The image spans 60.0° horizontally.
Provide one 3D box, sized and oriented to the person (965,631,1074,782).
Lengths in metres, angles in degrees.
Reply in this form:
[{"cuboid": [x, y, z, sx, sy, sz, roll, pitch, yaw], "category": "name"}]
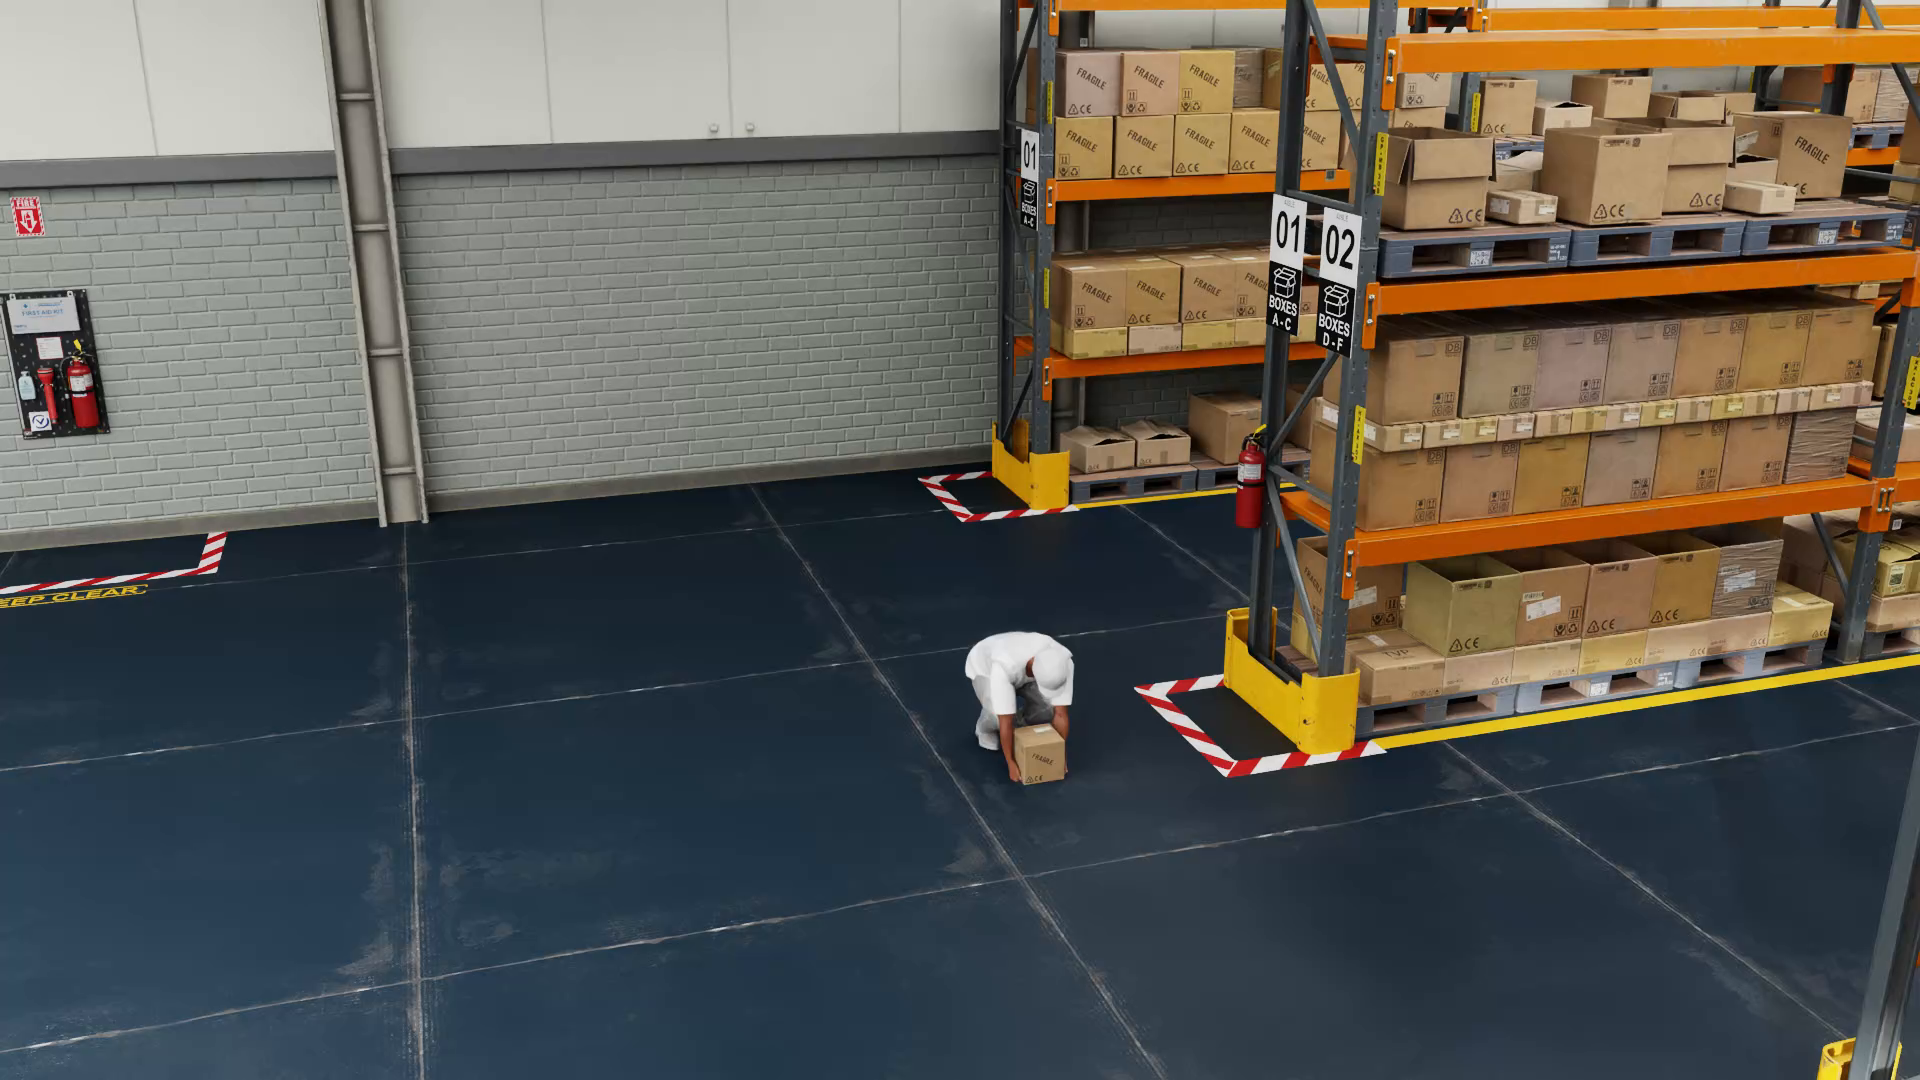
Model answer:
[{"cuboid": [0.382, 0.933, 9.936, 0.540, 0.887, 0.934, -6, 20, -18], "category": "person"}]
